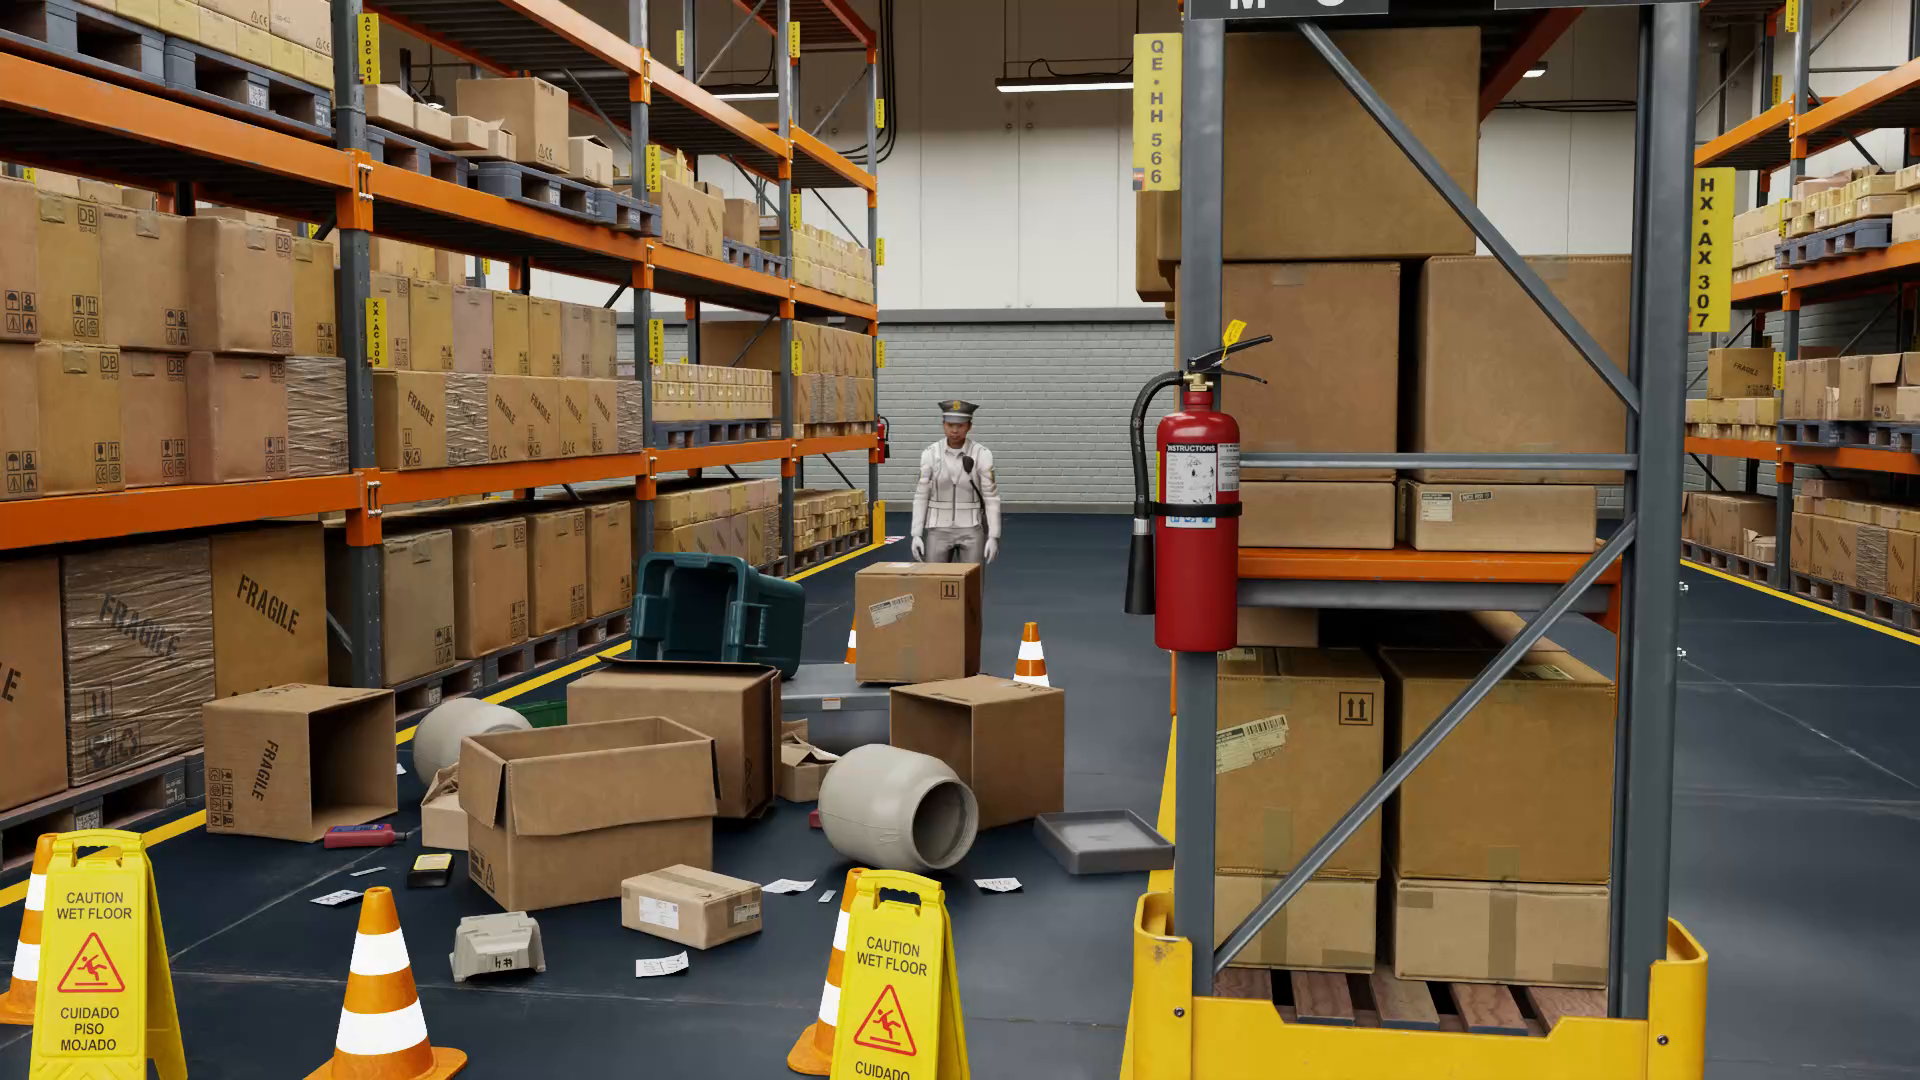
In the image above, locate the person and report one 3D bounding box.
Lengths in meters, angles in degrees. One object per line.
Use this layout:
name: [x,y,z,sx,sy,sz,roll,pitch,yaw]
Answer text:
person: [-0.025,-0.001,9.889,0.538,1.663,0.378,1,5,7]
